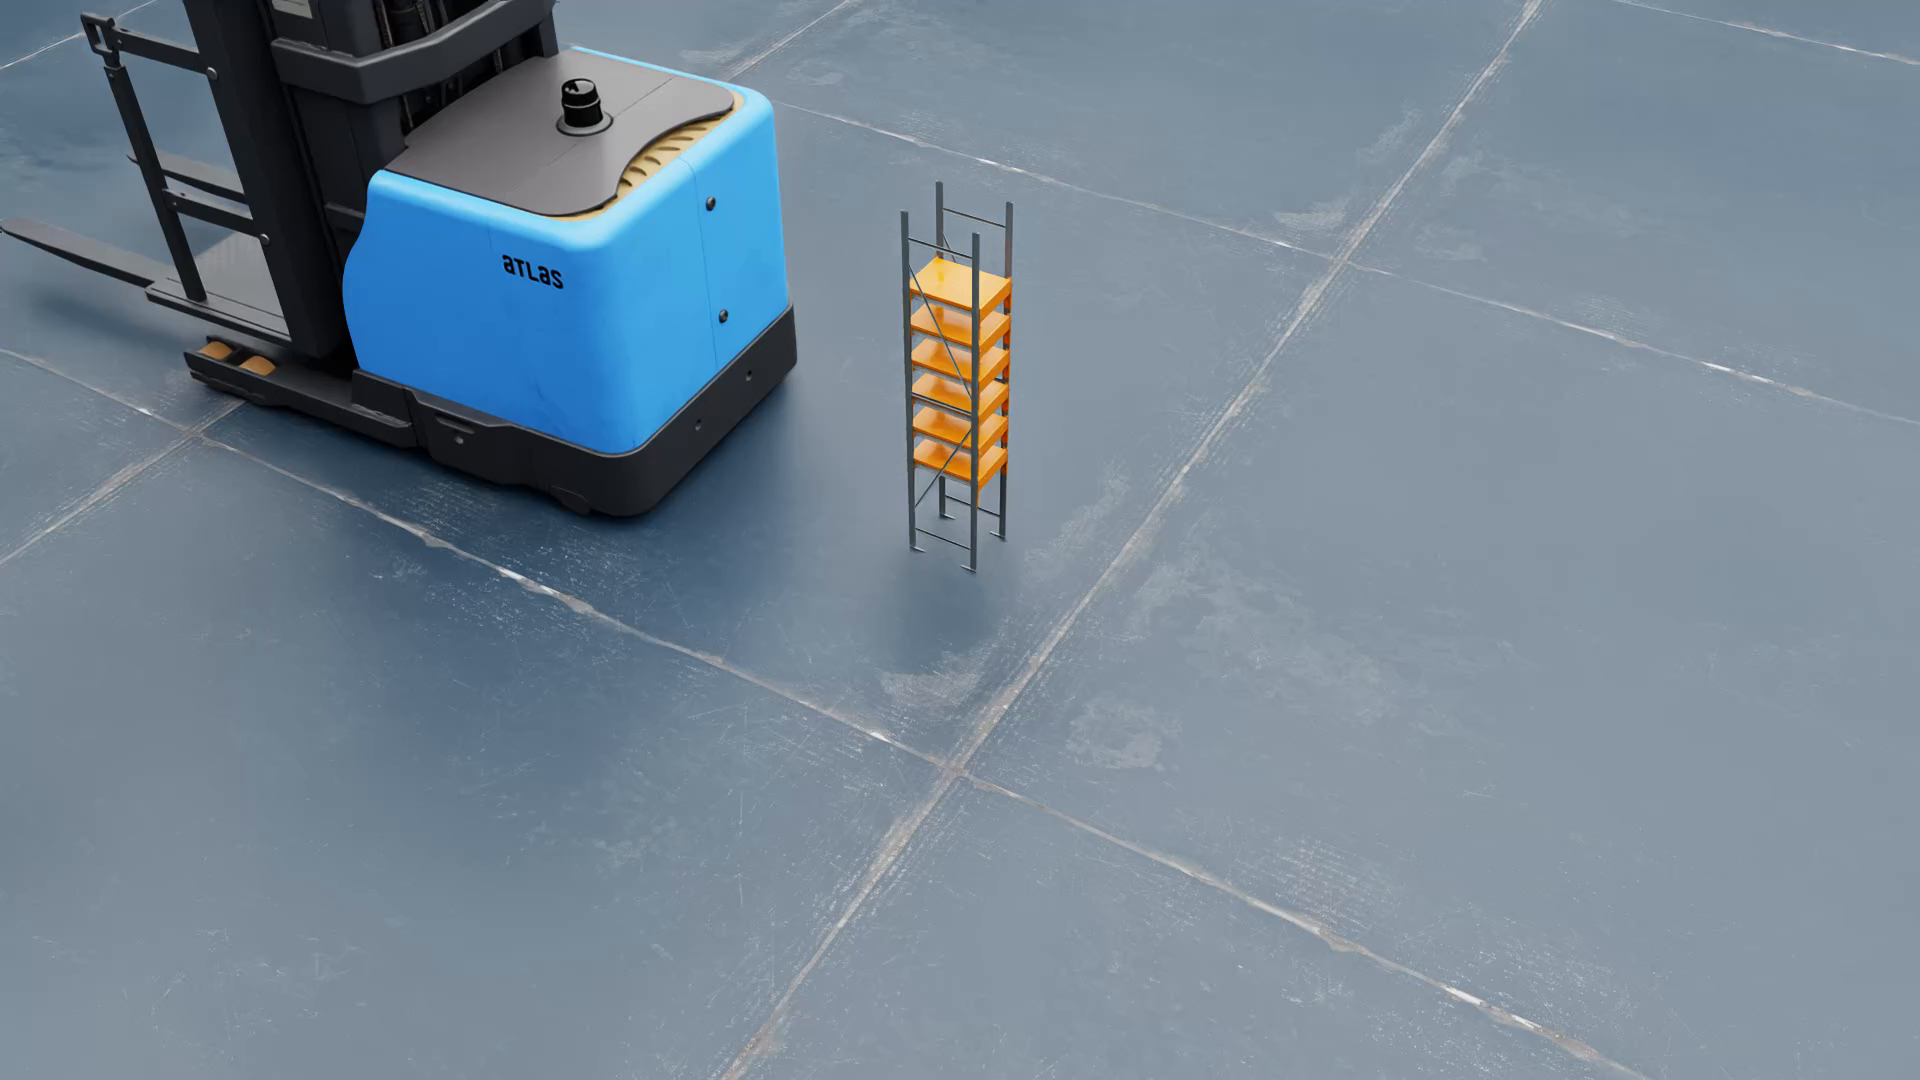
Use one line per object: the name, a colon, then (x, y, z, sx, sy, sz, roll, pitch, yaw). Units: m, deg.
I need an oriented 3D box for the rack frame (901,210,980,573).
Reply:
rack frame: (-0.053, -0.390, 4.785, 0.240, 1.200, 0.006, 21, 45, 22)

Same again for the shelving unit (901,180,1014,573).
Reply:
shelving unit: (-0.007, -0.442, 4.844, 0.258, 1.200, 0.189, 21, 45, 22)

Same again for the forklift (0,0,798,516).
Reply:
forklift: (-2.123, -1.860, 5.144, 3.031, 2.935, 1.130, 19, 45, 20)

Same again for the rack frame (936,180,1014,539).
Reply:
rack frame: (0.039, -0.494, 4.904, 0.240, 1.200, 0.006, 21, 45, 22)

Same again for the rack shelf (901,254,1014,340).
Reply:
rack shelf: (-0.007, -0.679, 4.636, 0.258, 0.103, 0.180, 21, 45, 22)

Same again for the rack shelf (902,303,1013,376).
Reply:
rack shelf: (-0.007, -0.589, 4.715, 0.258, 0.103, 0.180, 21, 45, 22)

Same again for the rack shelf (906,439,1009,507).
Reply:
rack shelf: (-0.007, -0.229, 5.032, 0.258, 0.103, 0.180, 21, 45, 22)

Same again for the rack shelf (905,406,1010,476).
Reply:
rack shelf: (-0.007, -0.319, 4.953, 0.258, 0.103, 0.180, 21, 45, 22)

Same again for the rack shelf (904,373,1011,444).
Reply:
rack shelf: (-0.007, -0.409, 4.873, 0.258, 0.103, 0.180, 21, 45, 22)

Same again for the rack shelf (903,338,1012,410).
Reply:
rack shelf: (-0.007, -0.499, 4.794, 0.258, 0.103, 0.180, 21, 45, 22)
